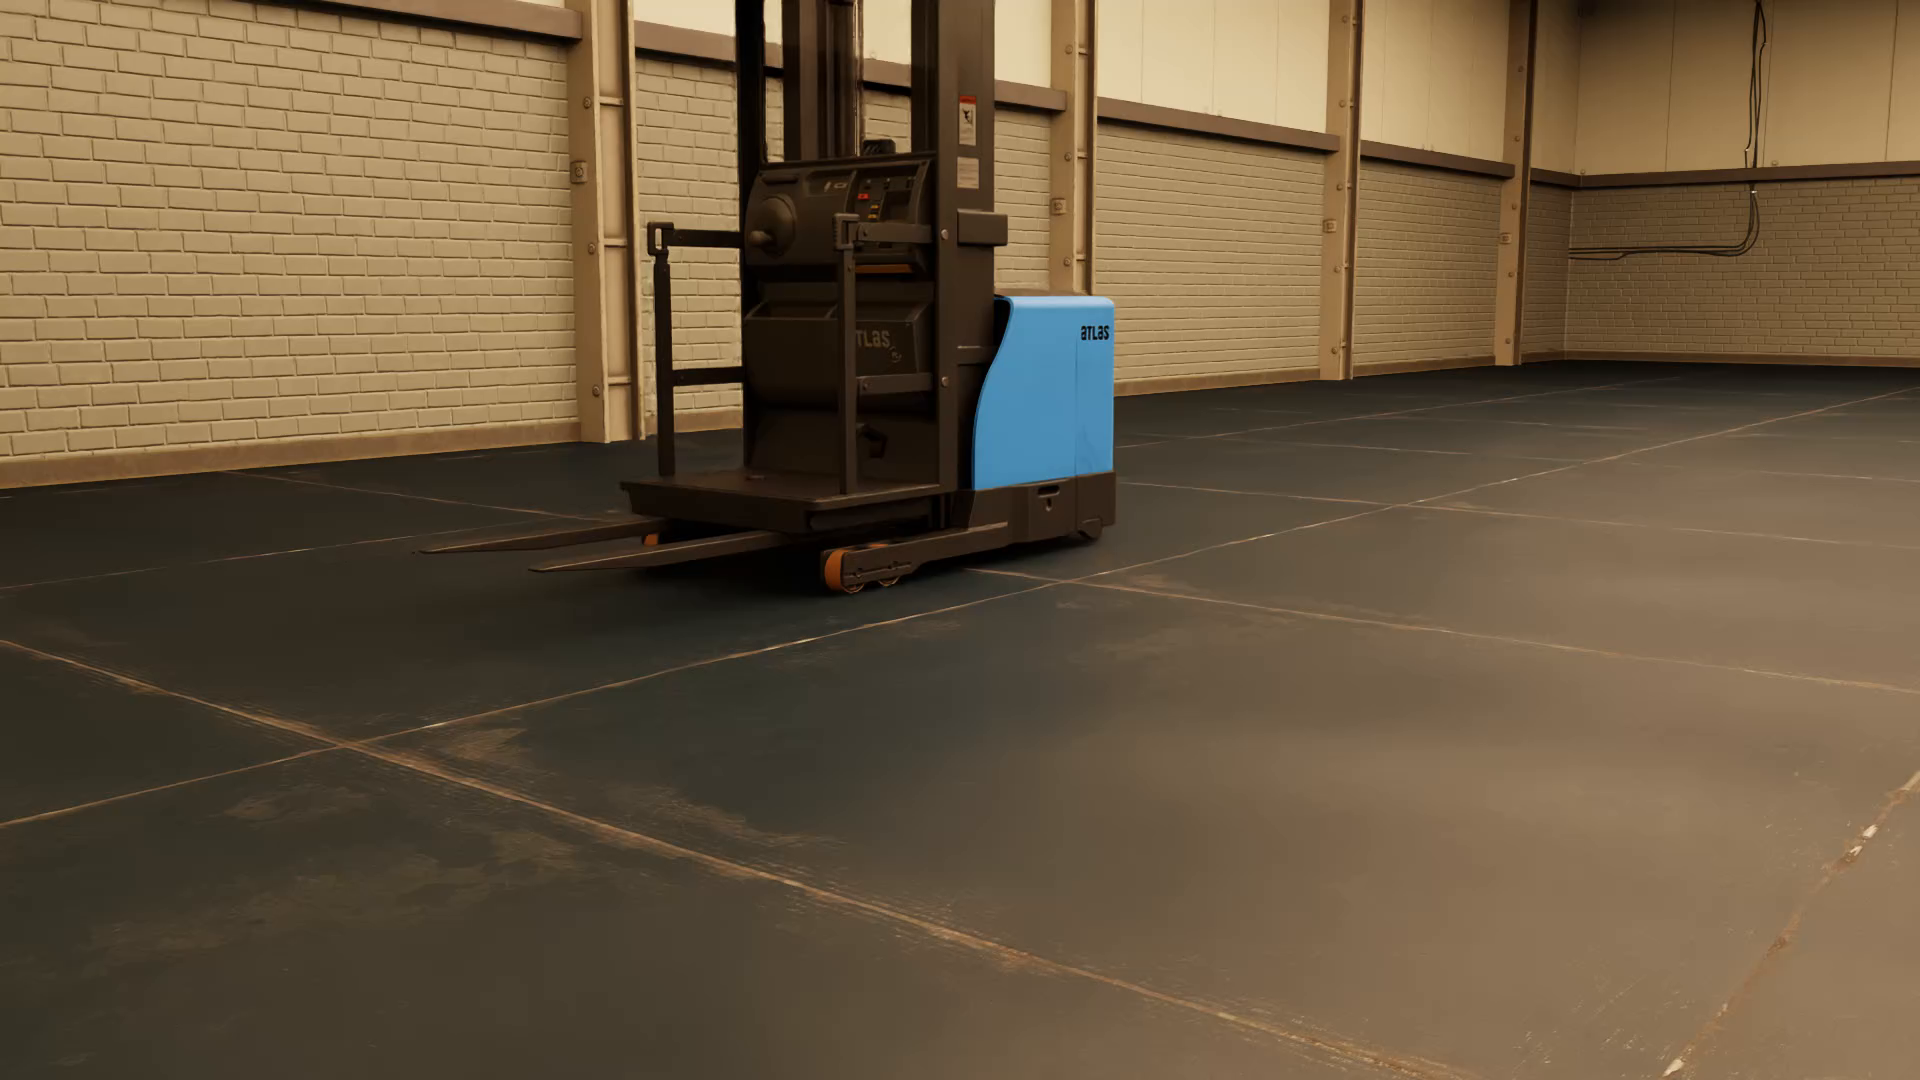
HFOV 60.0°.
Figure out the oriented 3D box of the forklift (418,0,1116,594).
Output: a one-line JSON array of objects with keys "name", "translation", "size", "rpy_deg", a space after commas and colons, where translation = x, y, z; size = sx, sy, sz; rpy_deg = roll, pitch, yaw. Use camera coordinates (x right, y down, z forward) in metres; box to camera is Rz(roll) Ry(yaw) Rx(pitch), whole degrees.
[{"name": "forklift", "translation": [-0.624, -1.334, 6.400], "size": [1.130, 2.935, 3.031], "rpy_deg": [7, 11, 39]}]
